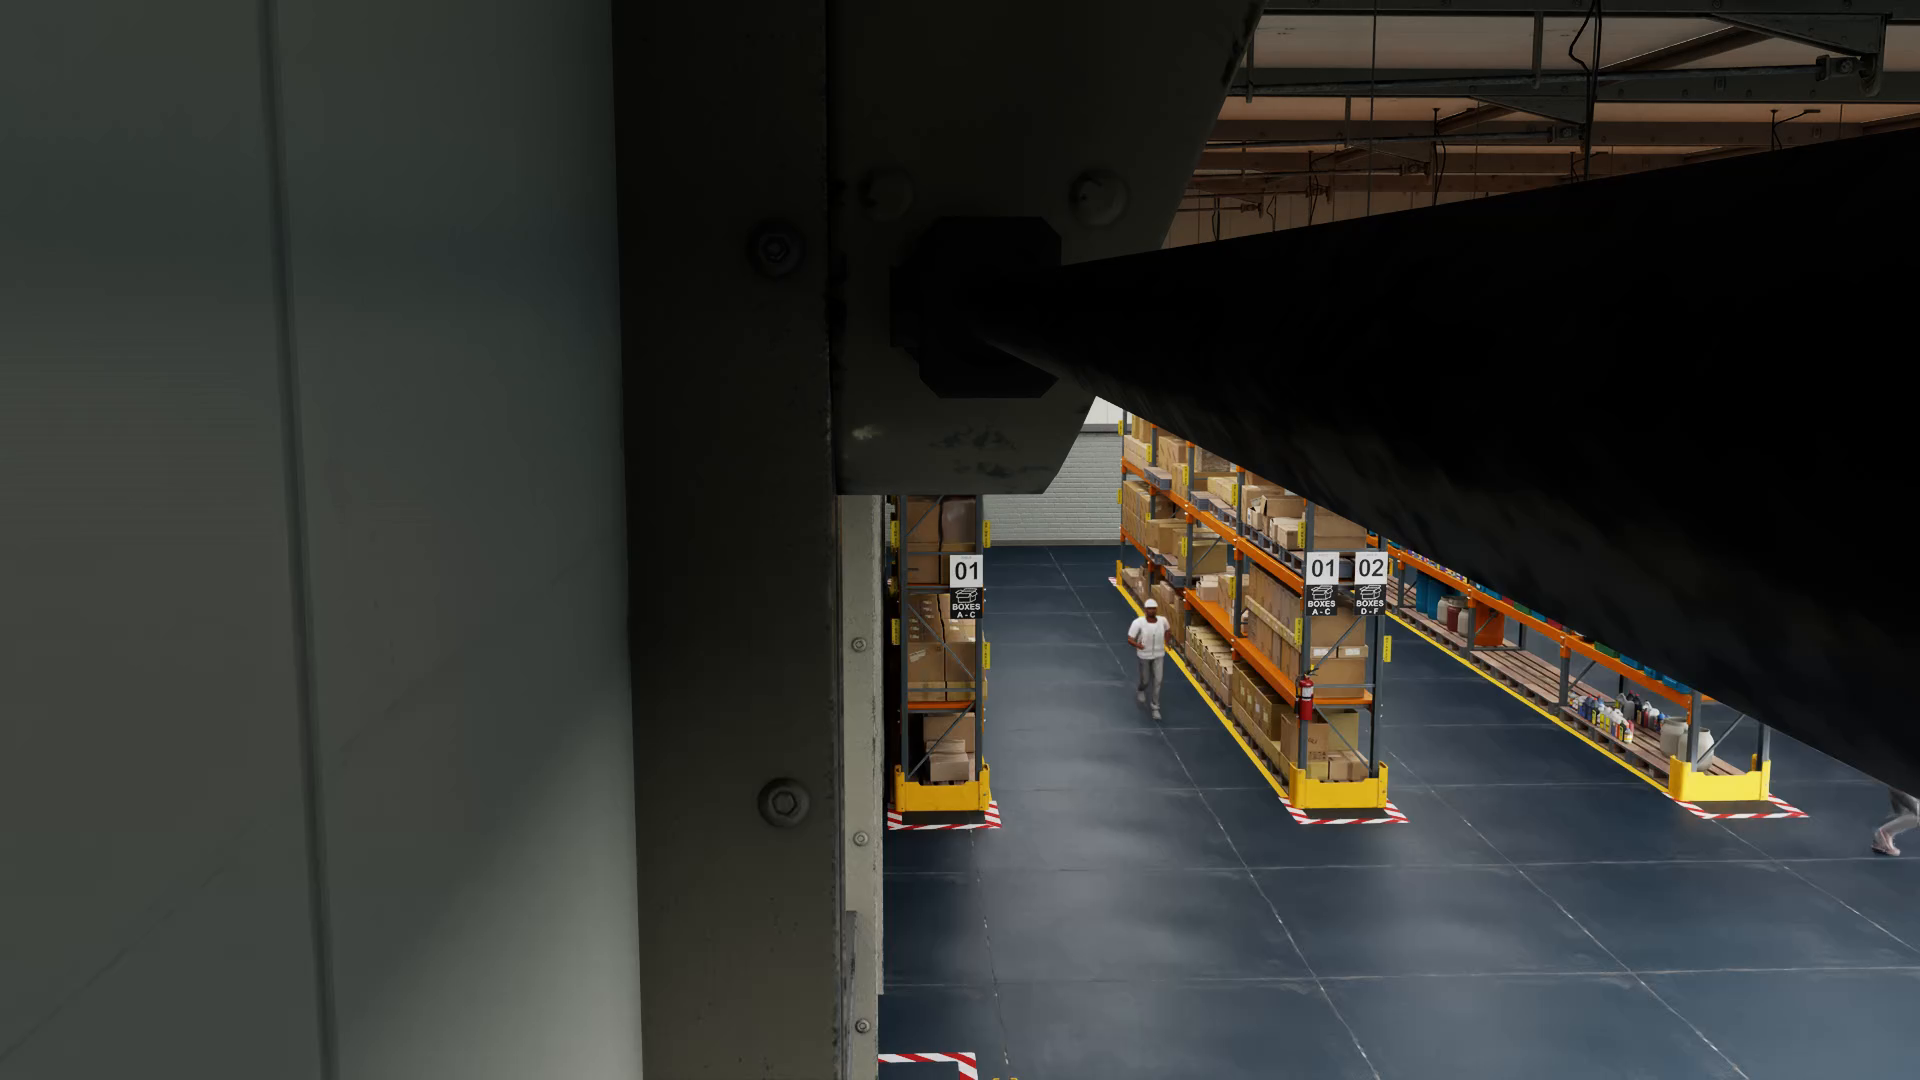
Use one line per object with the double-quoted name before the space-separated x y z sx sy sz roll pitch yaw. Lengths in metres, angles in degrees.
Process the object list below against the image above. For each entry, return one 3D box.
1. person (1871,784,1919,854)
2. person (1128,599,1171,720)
"person" 10.689 2.775 18.789 0.583 1.620 0.567 4 9 26
"person" 2.875 1.760 25.111 0.700 1.762 0.956 -1 8 -7
